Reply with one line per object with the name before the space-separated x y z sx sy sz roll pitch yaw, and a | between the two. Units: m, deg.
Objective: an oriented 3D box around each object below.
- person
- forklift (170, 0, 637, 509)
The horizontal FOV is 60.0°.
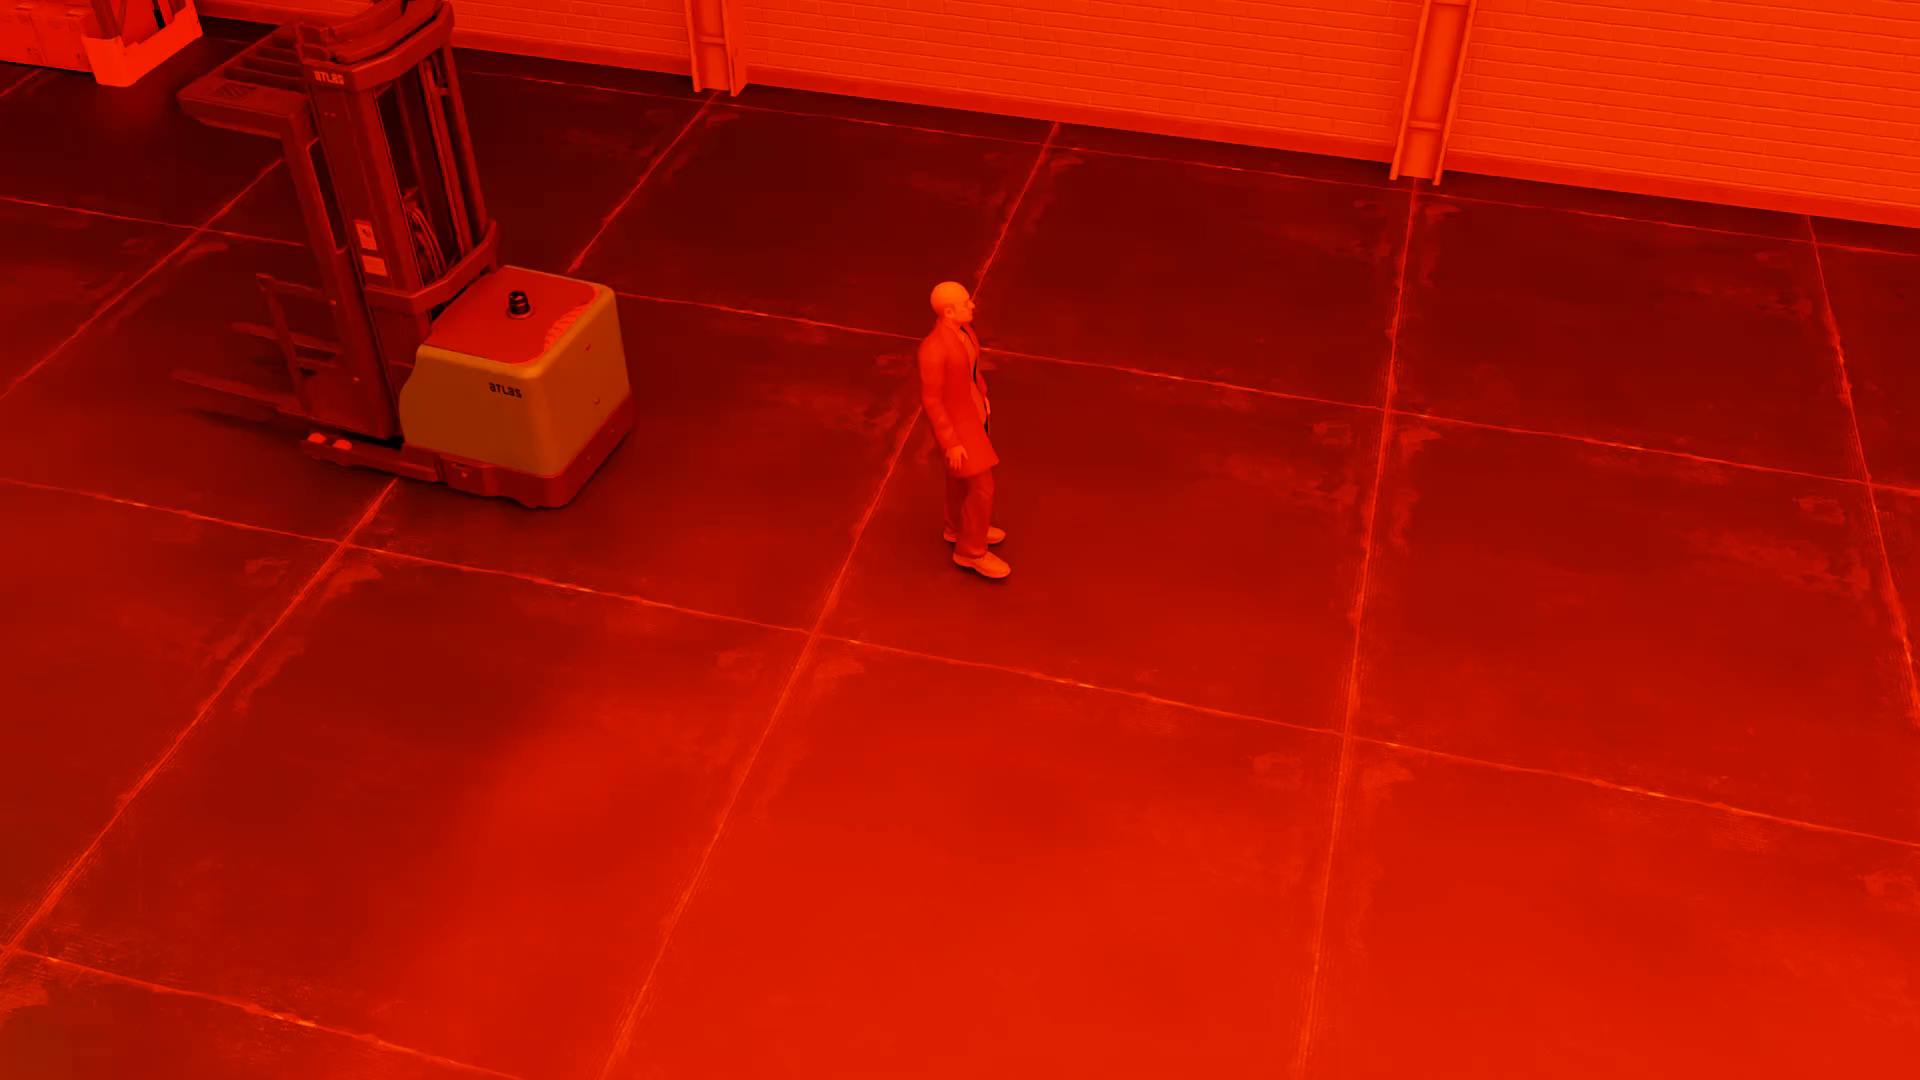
person | 0.088 -0.656 9.473 0.580 1.777 0.698 10 42 11
forklift | -3.684 -1.889 10.016 3.031 2.935 1.130 13 43 15
